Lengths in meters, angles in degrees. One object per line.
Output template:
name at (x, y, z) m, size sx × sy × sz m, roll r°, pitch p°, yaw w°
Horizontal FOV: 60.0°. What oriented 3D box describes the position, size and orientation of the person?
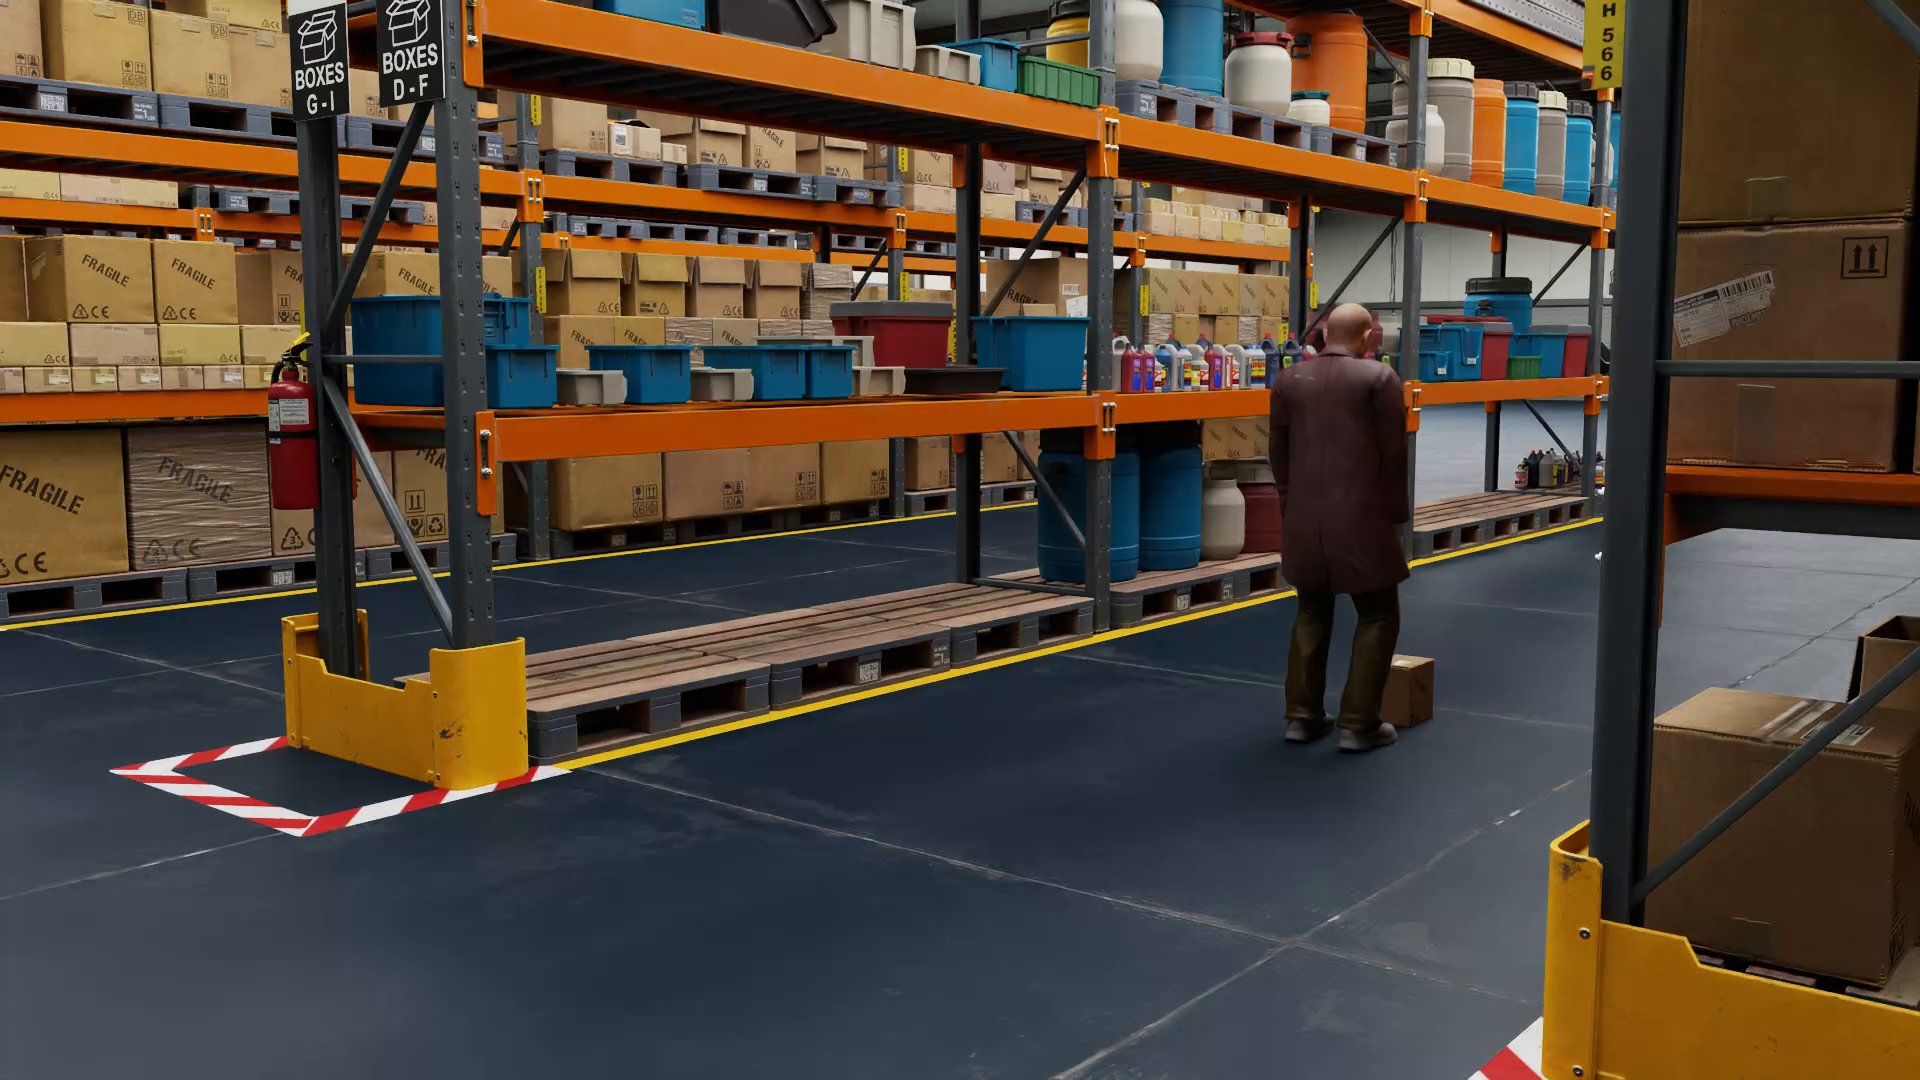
person at (1.487, -0.057, 6.549) m, size 0.587 × 1.729 × 0.417 m, roll 5°, pitch 9°, yaw 40°
